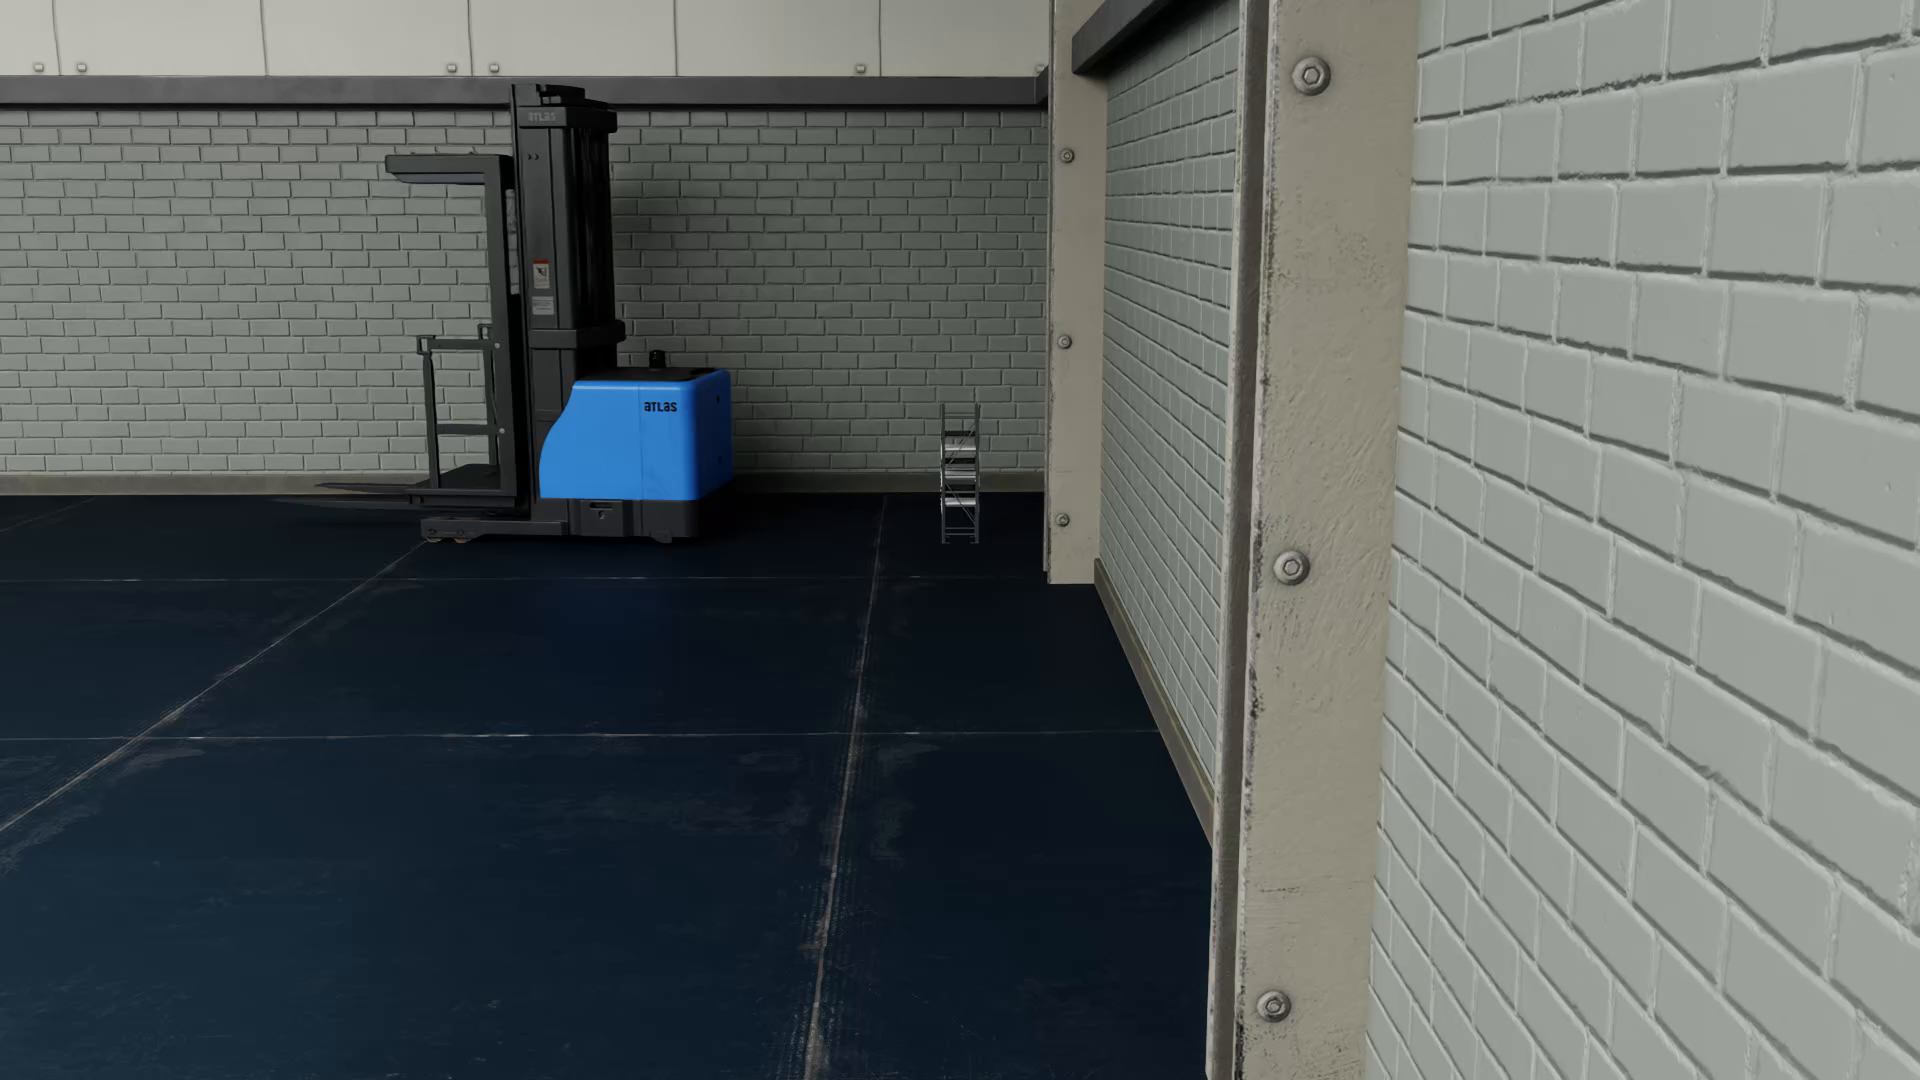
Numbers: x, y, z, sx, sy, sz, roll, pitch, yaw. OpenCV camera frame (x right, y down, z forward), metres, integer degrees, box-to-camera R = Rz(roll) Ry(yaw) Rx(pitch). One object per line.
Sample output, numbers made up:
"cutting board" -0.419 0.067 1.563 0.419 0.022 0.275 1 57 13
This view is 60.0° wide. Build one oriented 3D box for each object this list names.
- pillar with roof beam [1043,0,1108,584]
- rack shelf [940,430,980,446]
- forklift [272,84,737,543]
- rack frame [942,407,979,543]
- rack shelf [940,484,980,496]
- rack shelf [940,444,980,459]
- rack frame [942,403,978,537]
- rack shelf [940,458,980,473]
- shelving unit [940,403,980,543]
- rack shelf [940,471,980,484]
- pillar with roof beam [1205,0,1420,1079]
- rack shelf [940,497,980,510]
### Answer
"pillar with roof beam" -3.635 -4.176 9.009 9.100 9.000 0.400 0 11 -1
"rack shelf" 0.000 -0.671 10.915 0.258 0.077 0.200 0 11 -1
"forklift" -3.120 -1.518 11.170 3.031 2.935 1.130 1 12 7
"rack frame" 0.002 -0.419 10.862 0.240 0.900 0.006 0 11 -1
"rack shelf" 0.000 -0.319 10.986 0.258 0.077 0.200 0 11 -1
"rack shelf" 0.000 -0.583 10.933 0.258 0.077 0.200 0 11 -1
"rack frame" -0.002 -0.460 11.061 0.240 0.900 0.006 0 11 -1
"rack shelf" 0.000 -0.495 10.950 0.258 0.077 0.200 0 11 -1
"shelving unit" 0.000 -0.439 10.962 0.258 0.900 0.210 0 11 -1
"rack shelf" 0.000 -0.407 10.968 0.258 0.077 0.200 0 11 -1
"pillar with roof beam" -3.511 -2.983 3.130 9.100 9.000 0.400 0 11 -1
"rack shelf" 0.000 -0.230 11.004 0.258 0.077 0.200 0 11 -1
